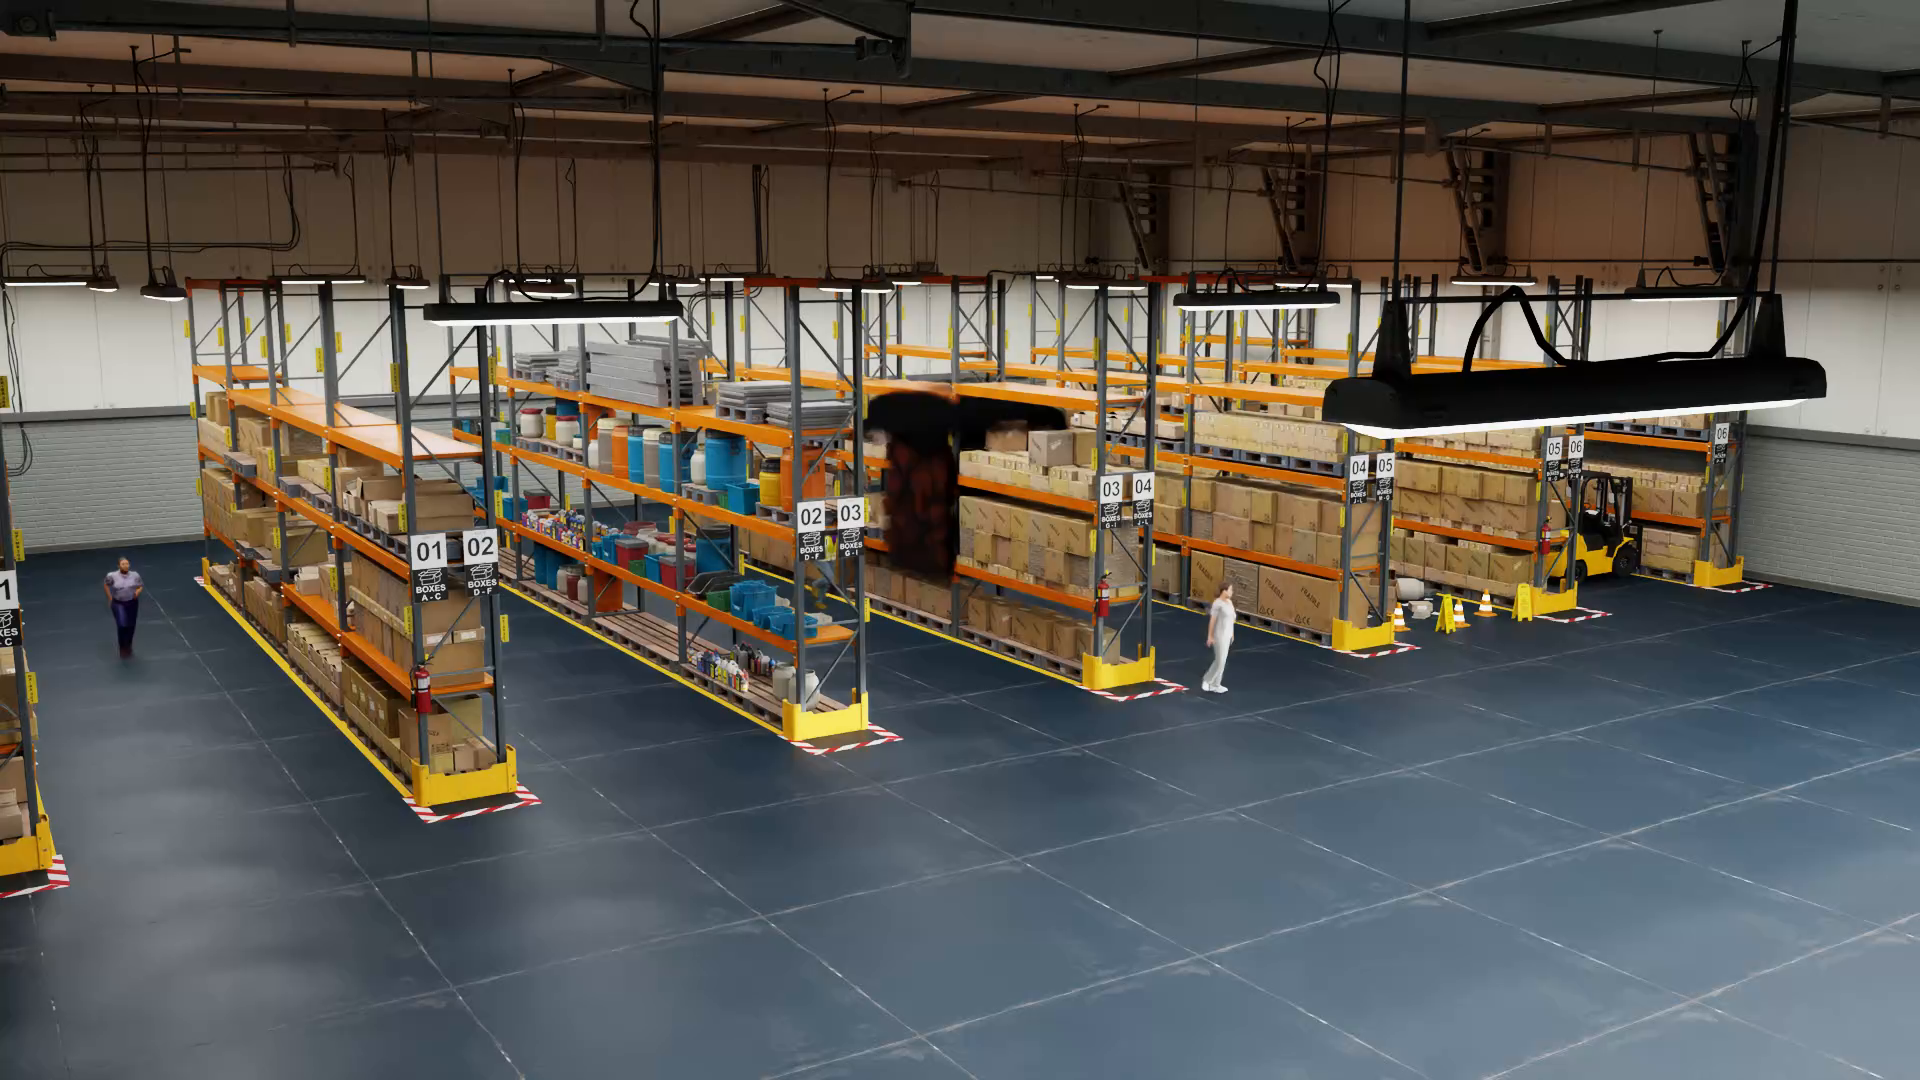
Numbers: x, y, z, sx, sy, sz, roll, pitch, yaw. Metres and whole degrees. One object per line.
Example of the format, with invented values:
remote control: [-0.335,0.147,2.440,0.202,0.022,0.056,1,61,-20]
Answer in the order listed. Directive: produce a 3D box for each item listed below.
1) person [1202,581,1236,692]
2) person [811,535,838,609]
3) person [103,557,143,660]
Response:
person: [3.805,1.426,24.474,0.421,1.665,0.547,7,12,37]
person: [-2.299,0.378,28.988,0.712,1.697,0.694,8,12,39]
person: [-13.432,1.085,26.763,0.526,1.666,0.796,-8,13,-41]
